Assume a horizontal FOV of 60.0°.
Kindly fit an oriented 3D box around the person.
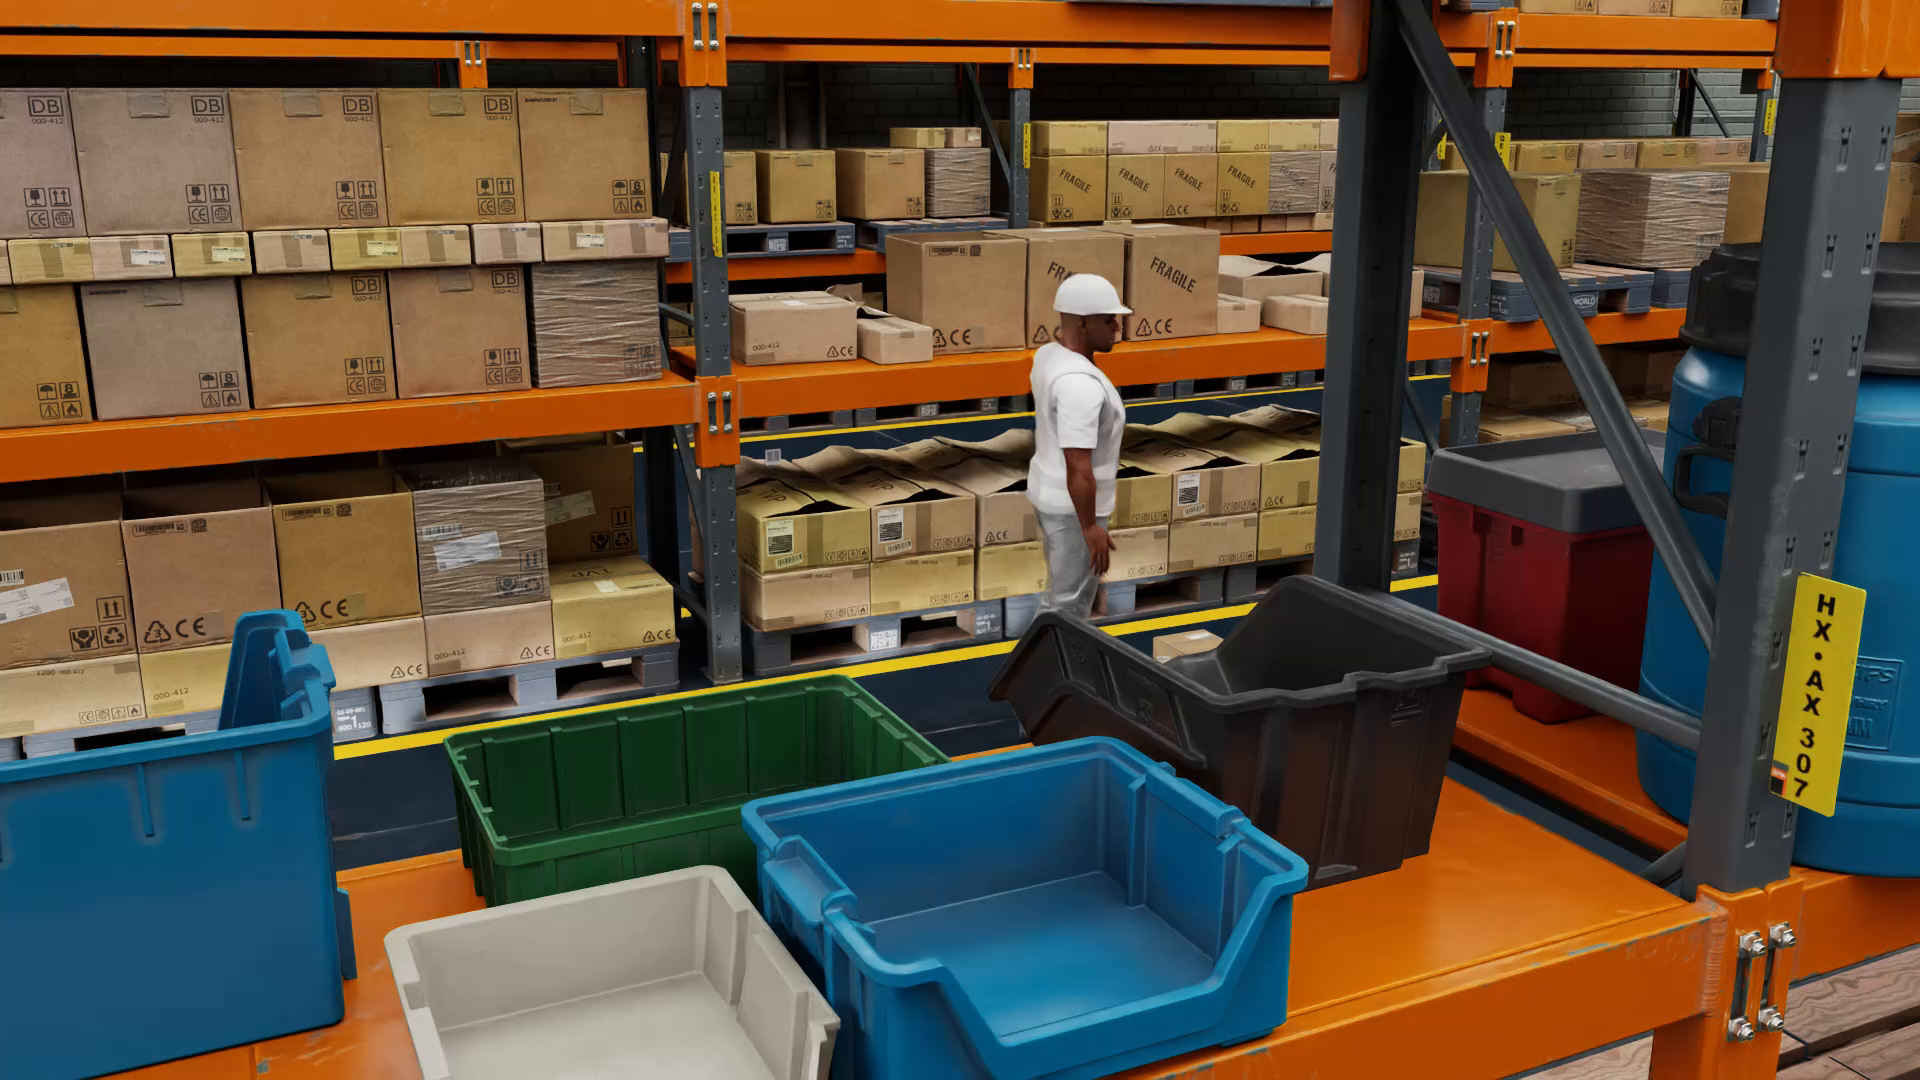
[{"bbox_3d":[0.436,-0.126,6.333,0.379,1.768,0.642,-3,15,-10],"label":"person"}]
